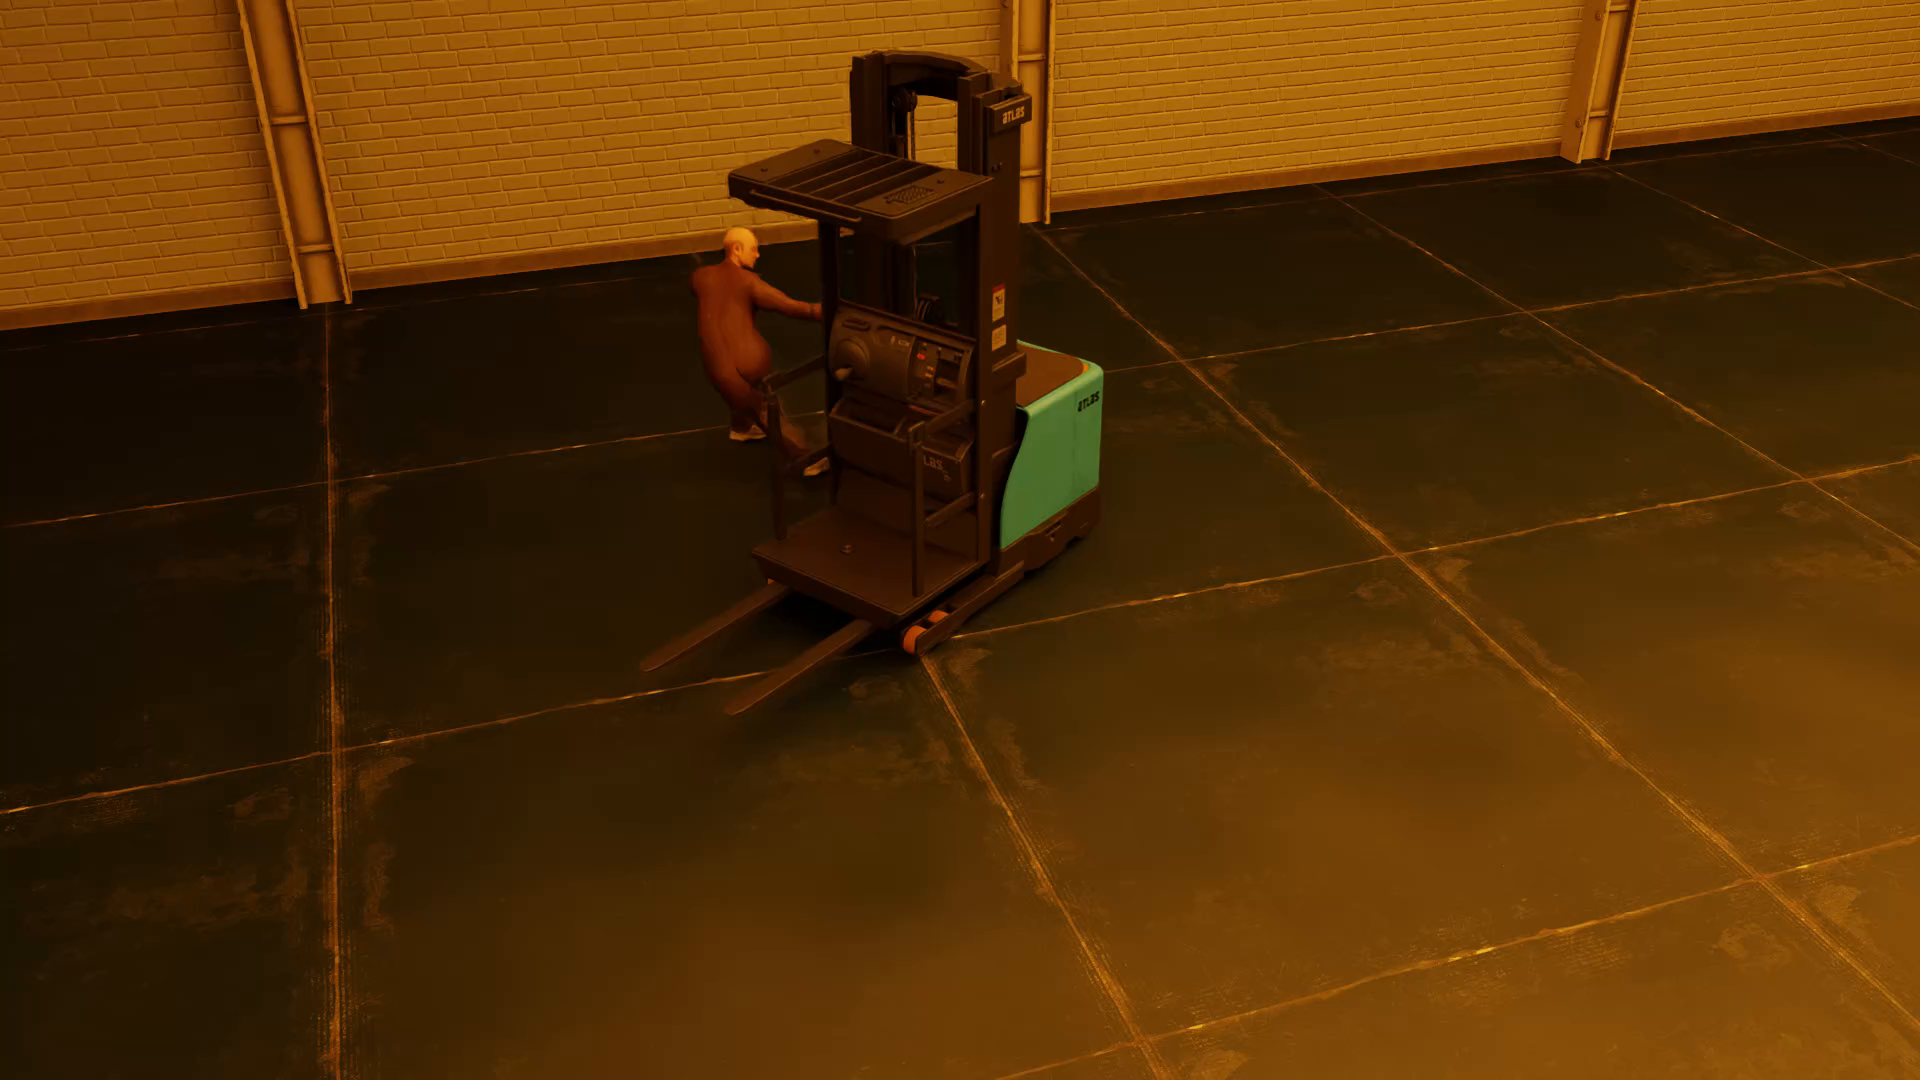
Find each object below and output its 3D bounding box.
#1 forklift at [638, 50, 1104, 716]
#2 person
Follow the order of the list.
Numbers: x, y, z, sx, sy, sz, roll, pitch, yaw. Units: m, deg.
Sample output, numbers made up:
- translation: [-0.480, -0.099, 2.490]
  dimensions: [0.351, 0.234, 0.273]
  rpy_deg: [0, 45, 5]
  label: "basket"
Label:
- translation: [-0.450, -0.922, 8.689]
  dimensions: [1.130, 2.935, 3.031]
  rpy_deg: [21, 36, 32]
  label: "forklift"
- translation: [-1.232, -1.241, 10.666]
  dimensions: [1.020, 1.548, 1.096]
  rpy_deg: [0, 30, 1]
  label: "person"
